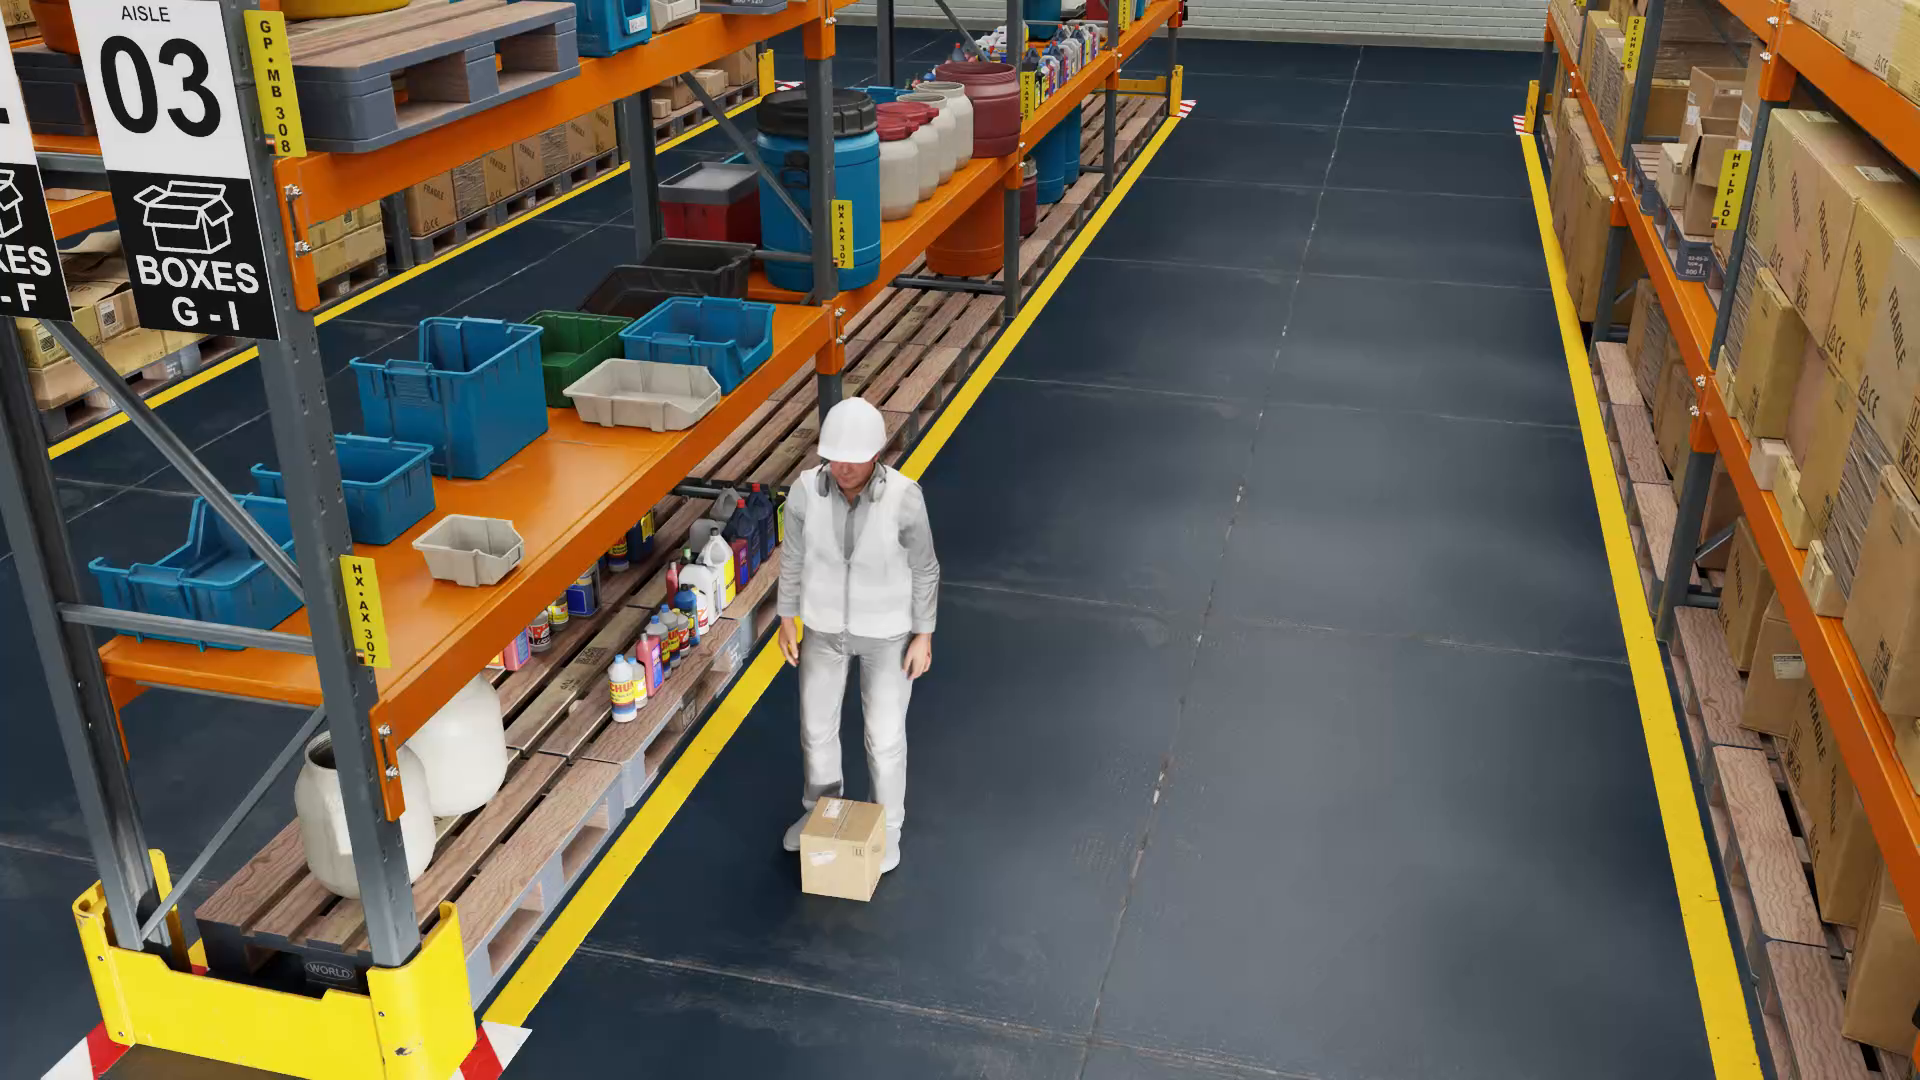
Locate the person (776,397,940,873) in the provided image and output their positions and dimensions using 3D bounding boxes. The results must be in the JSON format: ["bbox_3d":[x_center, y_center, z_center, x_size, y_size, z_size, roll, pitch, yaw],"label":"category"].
[{"bbox_3d":[-0.367,0.316,5.904,0.581,1.771,0.472,5,26,11],"label":"person"}]
